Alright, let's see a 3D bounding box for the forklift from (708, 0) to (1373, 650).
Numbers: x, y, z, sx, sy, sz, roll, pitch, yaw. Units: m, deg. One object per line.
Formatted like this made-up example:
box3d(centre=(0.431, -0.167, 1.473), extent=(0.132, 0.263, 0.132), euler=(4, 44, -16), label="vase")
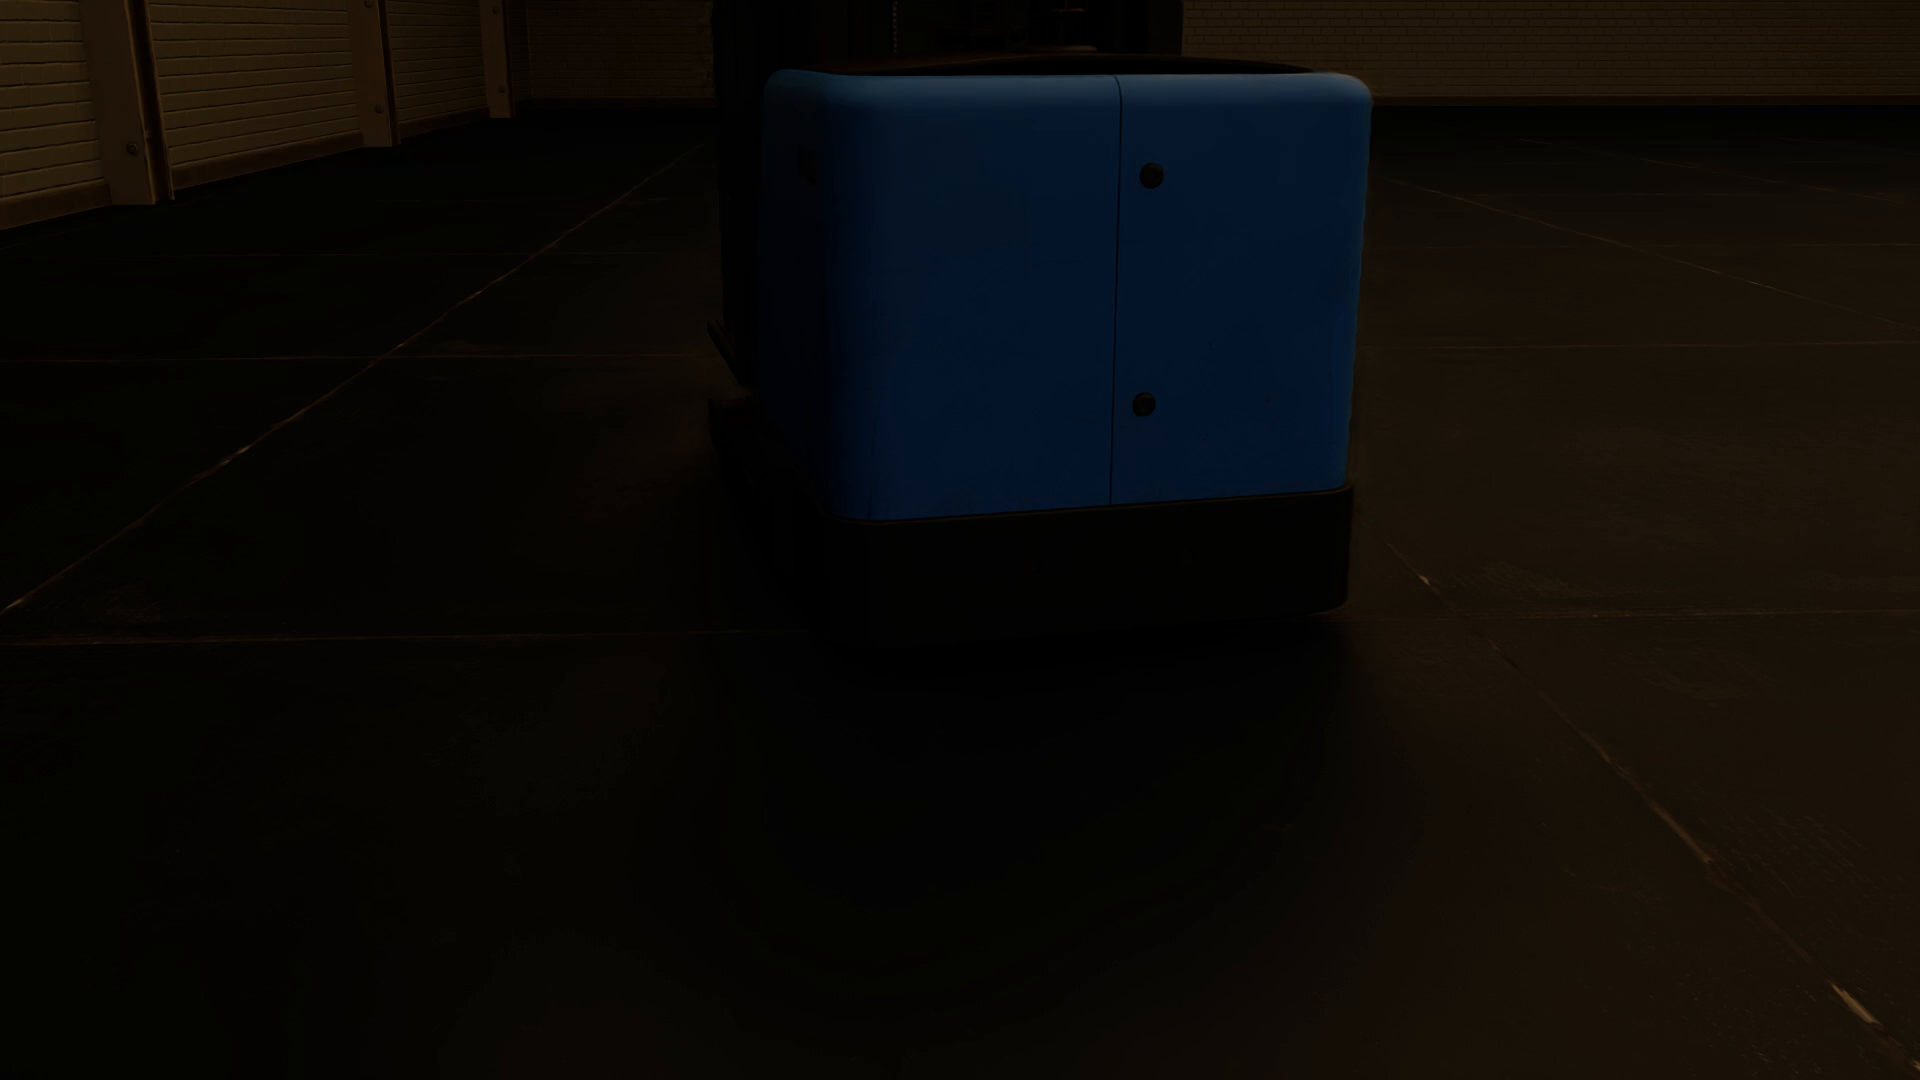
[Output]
box3d(centre=(-0.082, -1.593, 4.114), extent=(1.130, 2.935, 3.031), euler=(-4, 17, -13), label="forklift")
